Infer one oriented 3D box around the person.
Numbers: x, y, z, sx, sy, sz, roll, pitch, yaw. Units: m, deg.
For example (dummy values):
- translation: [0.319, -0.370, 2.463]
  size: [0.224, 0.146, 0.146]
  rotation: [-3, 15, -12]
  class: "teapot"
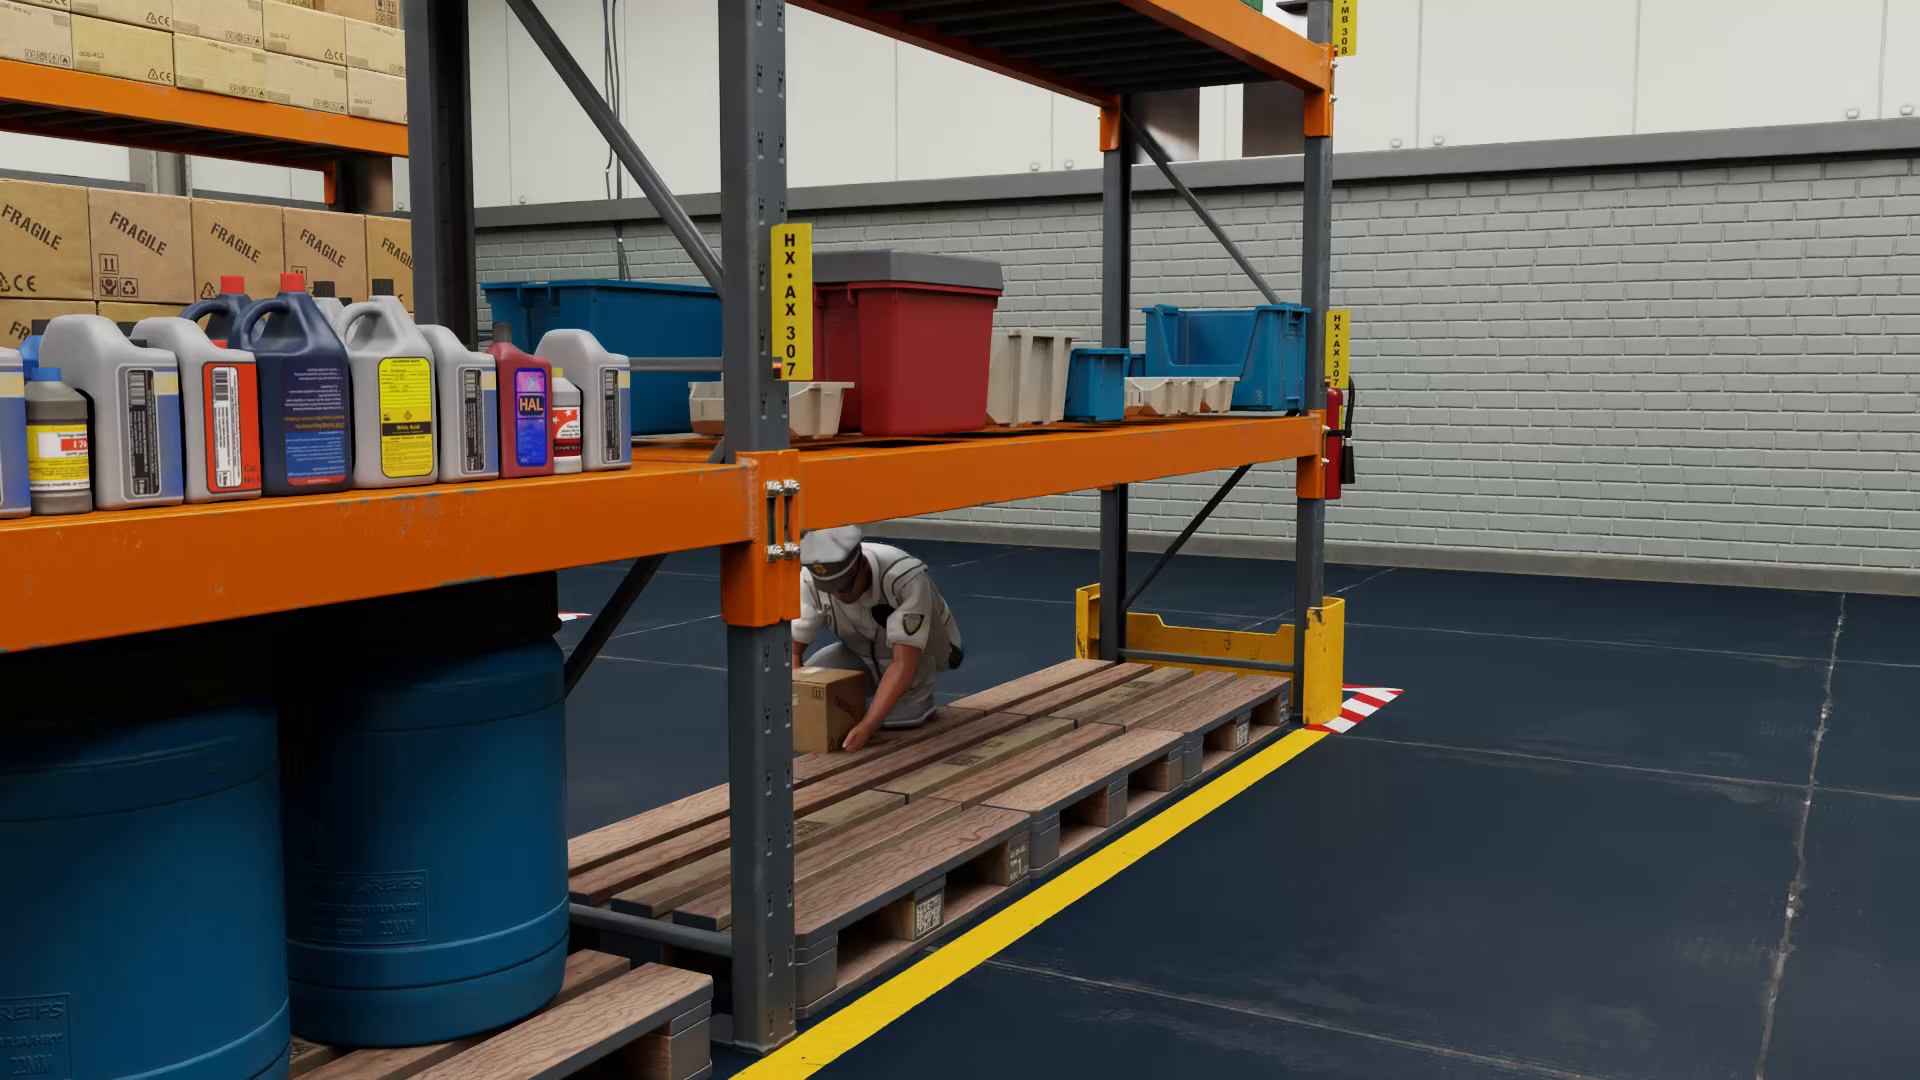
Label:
- translation: [-0.313, 0.396, 6.038]
  size: [0.582, 0.988, 0.907]
  rotation: [3, 7, 29]
  class: "person"
